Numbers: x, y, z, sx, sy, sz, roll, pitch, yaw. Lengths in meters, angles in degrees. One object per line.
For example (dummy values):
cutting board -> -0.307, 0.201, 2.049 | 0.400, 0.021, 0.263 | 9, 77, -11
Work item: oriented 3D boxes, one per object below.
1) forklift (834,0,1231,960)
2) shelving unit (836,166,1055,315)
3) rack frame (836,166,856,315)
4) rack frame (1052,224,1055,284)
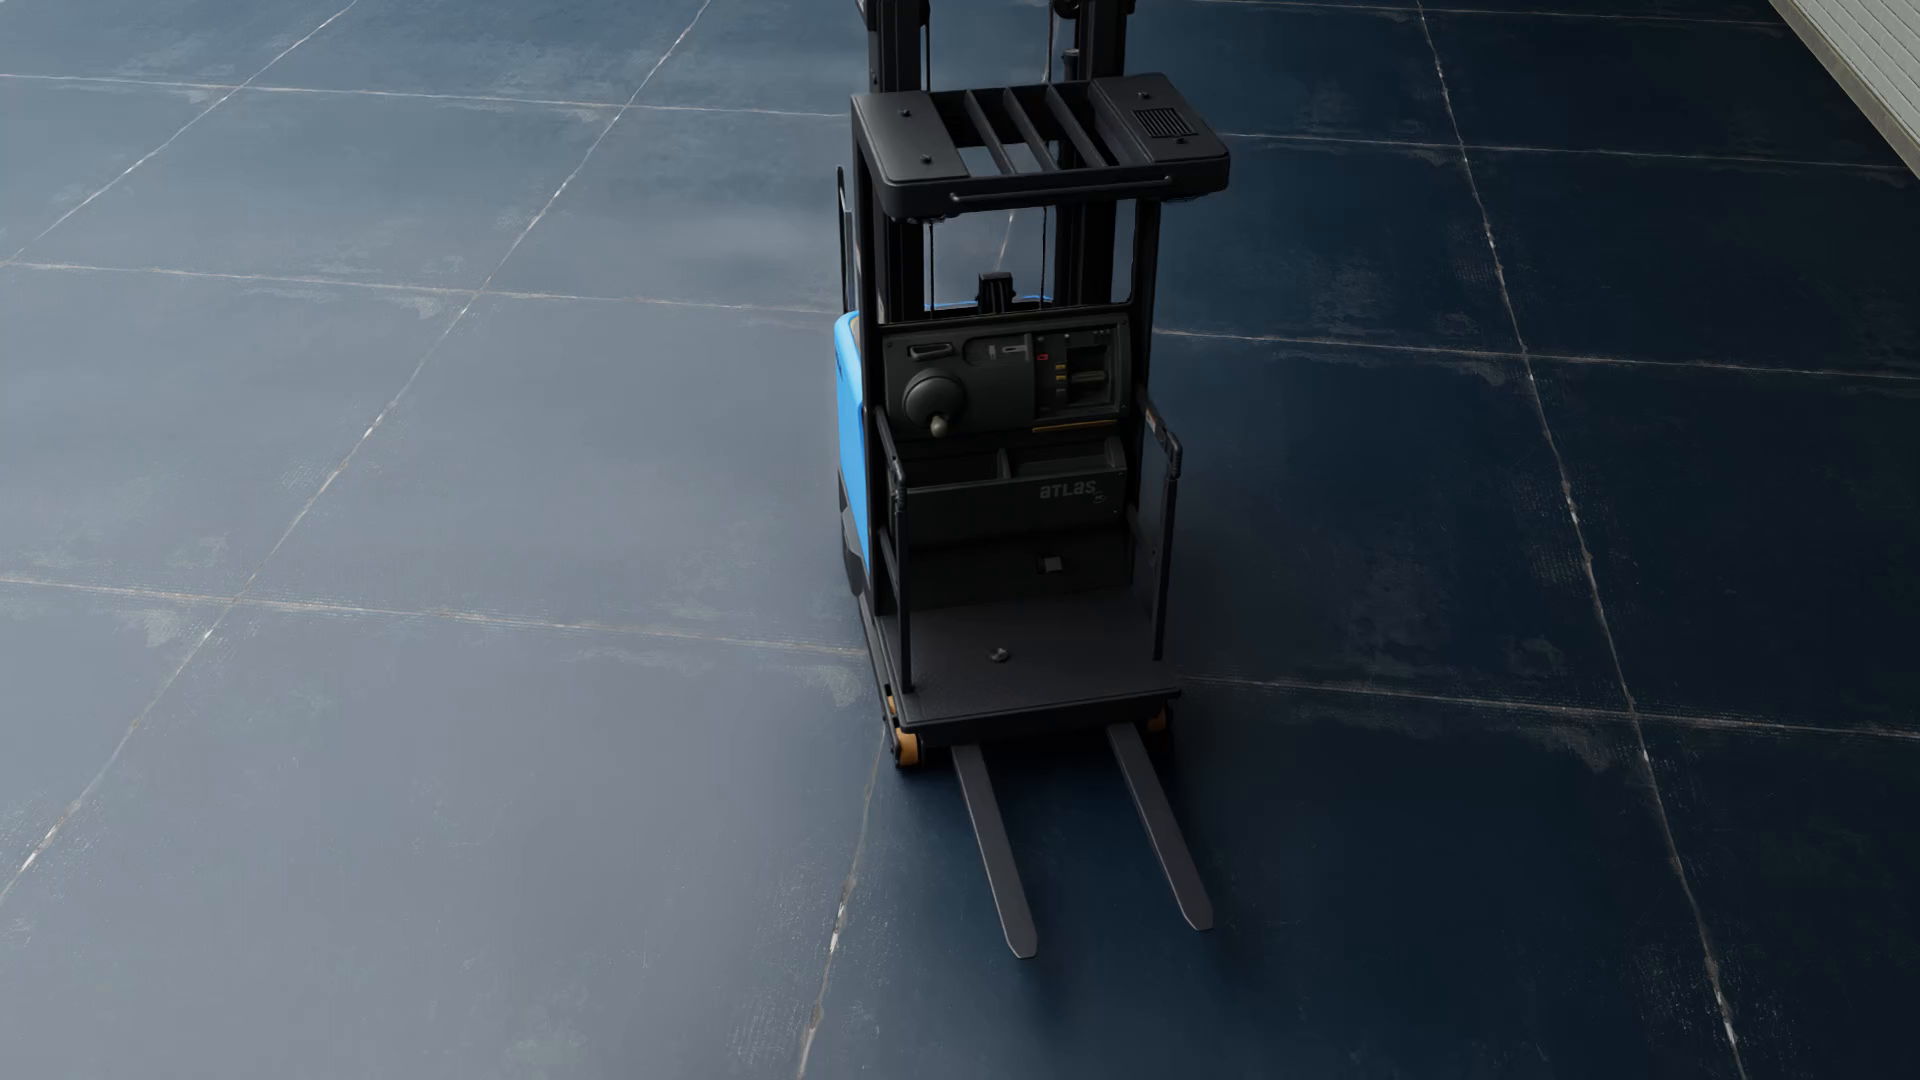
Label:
forklift -> 0.224, -0.539, 5.983 | 1.130, 2.935, 3.031 | -7, 36, -9
shelving unit -> -0.019, -0.982, 7.835 | 1.083, 1.500, 0.587 | -4, 36, -6
rack frame -> -0.514, -0.944, 7.782 | 0.032, 1.500, 0.500 | -4, 36, -6
rack frame -> 0.494, -1.022, 7.890 | 0.032, 1.500, 0.500 | -4, 36, -6
